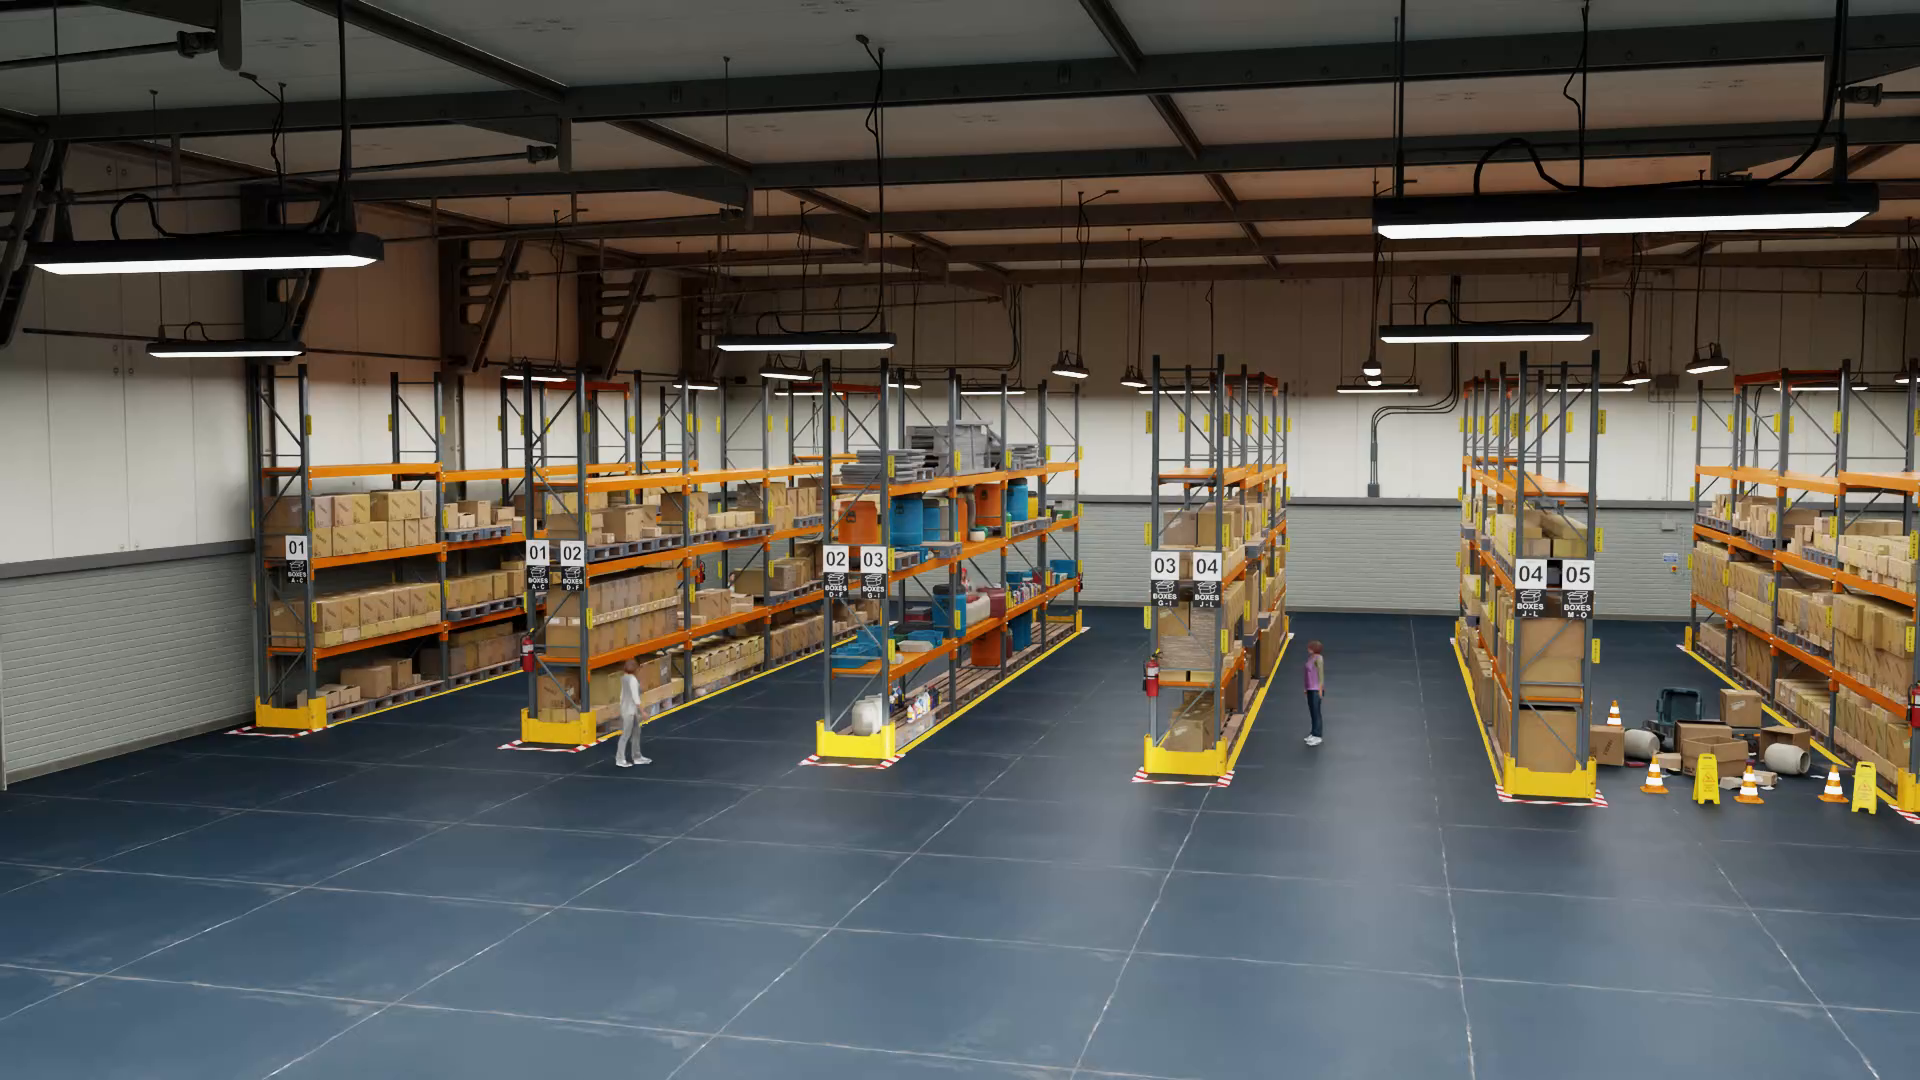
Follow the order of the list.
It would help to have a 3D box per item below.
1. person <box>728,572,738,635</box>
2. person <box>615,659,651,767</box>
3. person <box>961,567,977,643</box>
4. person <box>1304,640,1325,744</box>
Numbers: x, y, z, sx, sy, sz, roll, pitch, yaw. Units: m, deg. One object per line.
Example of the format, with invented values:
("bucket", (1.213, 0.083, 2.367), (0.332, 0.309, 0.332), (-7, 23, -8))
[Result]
("person", (-5.232, 1.573, 38.162), (0.568, 1.672, 0.932), (1, 4, 15))
("person", (-4.802, 2.535, 24.413), (0.526, 1.590, 0.474), (-1, 4, -12))
("person", (0.080, 1.536, 37.487), (0.679, 1.855, 0.791), (2, 4, 21))
("person", (5.574, 2.391, 26.248), (0.397, 1.606, 0.521), (-1, 4, -12))
